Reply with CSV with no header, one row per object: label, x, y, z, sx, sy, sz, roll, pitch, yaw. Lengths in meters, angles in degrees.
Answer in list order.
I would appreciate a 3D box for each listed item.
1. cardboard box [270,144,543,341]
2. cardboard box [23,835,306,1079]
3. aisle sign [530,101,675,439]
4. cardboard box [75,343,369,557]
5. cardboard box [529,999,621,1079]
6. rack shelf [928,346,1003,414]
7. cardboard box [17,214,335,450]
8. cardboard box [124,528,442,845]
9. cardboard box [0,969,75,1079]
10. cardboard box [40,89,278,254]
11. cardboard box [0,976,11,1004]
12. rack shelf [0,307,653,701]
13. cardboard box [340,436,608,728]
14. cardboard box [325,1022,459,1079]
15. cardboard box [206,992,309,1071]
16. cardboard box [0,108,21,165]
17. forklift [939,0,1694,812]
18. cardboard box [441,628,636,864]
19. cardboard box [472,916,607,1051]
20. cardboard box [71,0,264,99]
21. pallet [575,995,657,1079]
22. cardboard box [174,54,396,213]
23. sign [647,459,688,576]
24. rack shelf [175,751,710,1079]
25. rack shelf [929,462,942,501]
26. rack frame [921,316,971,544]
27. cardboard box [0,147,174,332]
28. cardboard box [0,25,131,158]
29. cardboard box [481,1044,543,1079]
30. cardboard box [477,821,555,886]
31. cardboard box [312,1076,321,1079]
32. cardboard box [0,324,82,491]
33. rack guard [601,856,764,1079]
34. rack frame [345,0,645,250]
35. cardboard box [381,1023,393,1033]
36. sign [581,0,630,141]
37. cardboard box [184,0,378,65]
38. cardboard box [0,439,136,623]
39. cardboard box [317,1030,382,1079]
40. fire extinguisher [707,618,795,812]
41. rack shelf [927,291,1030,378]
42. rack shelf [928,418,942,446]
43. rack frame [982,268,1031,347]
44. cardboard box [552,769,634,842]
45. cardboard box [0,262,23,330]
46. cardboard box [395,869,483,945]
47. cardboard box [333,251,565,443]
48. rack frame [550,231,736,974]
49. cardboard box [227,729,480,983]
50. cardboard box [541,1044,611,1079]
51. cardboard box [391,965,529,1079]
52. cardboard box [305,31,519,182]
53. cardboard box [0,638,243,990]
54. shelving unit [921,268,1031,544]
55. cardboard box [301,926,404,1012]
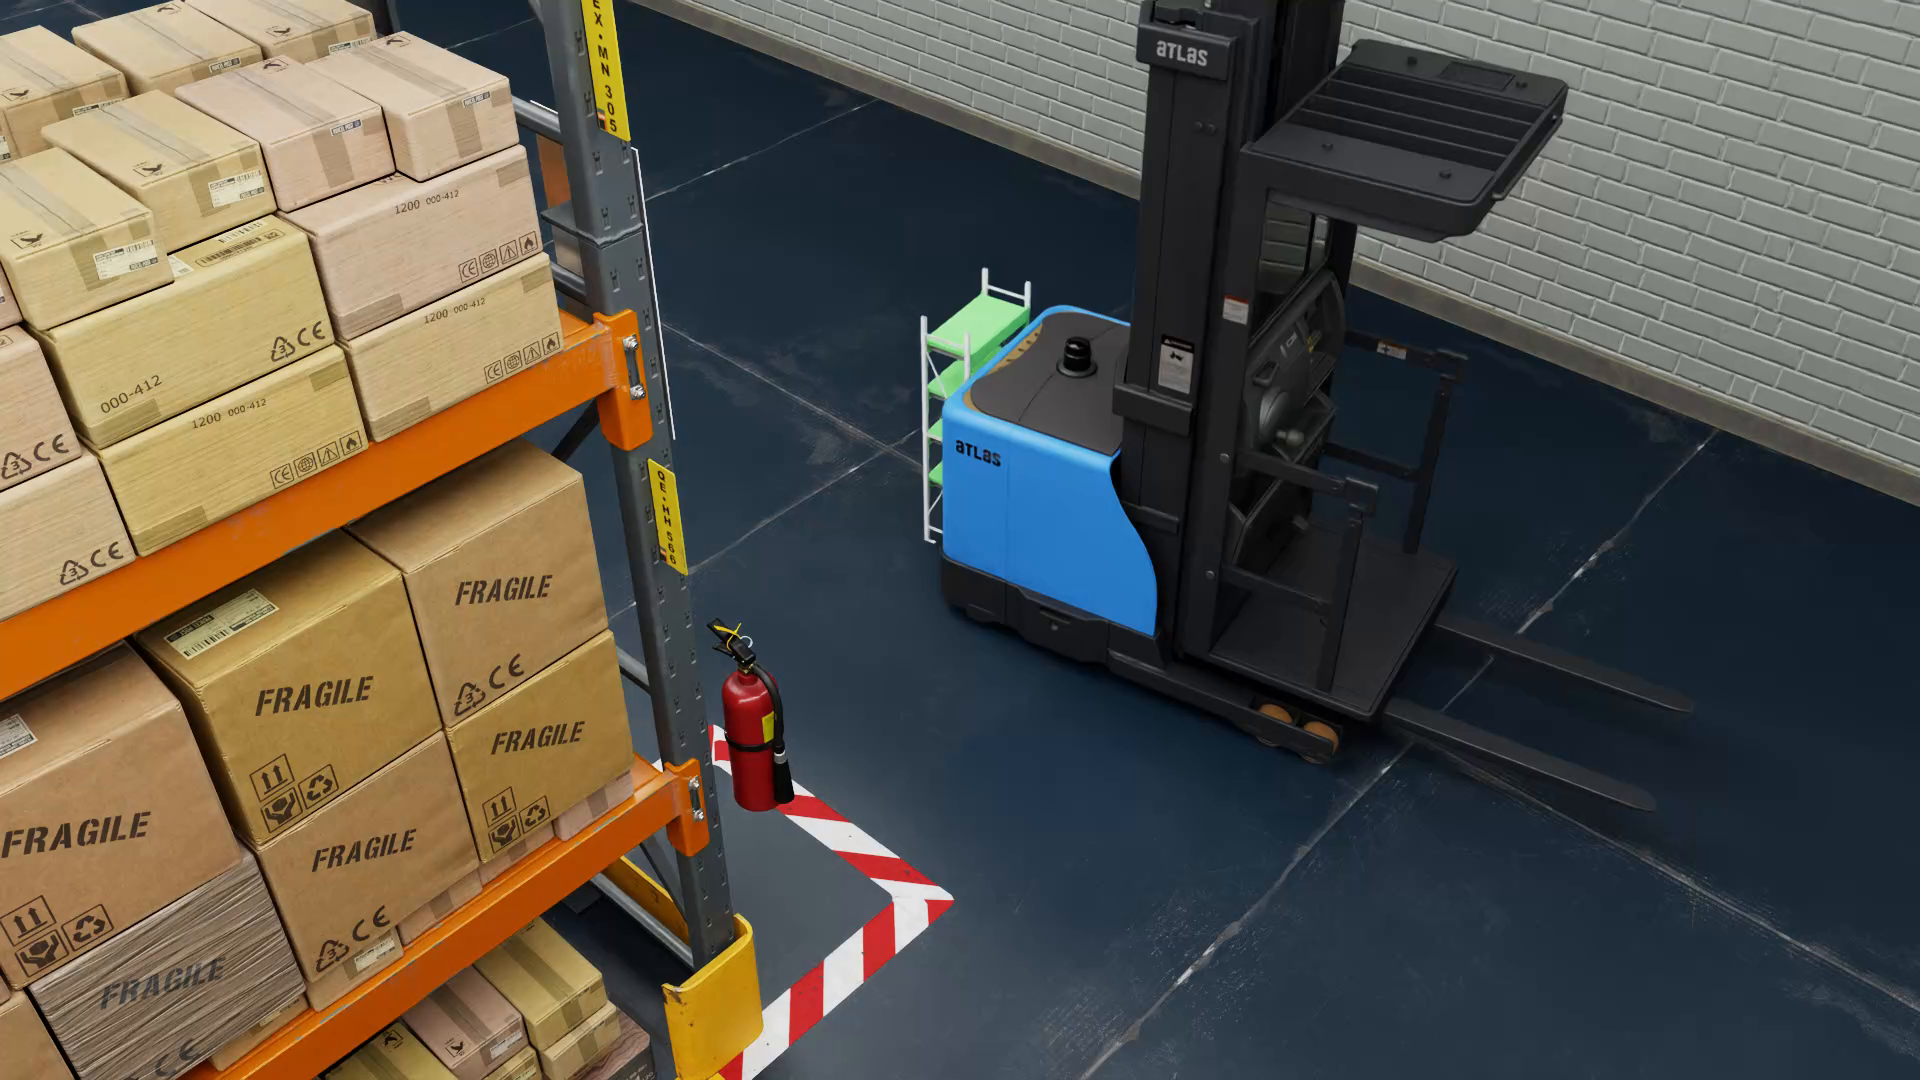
cardboard box,-1.261,-0.713,3.545,0.500,0.250,0.500,28,46,31
cardboard box,-1.937,0.910,3.876,0.500,0.500,0.500,30,47,32
aisle sign,-0.867,-0.645,4.063,0.394,0.787,0.004,30,47,32
cardboard box,-1.588,-0.278,3.400,0.500,0.250,0.500,30,47,32
cardboard box,-1.283,1.477,5.196,0.380,0.149,0.250,28,46,31
rack shelf,0.071,-0.698,7.380,0.258,0.148,0.480,22,43,25
cardboard box,-1.605,-0.477,3.249,0.500,0.250,0.500,28,46,31
cardboard box,-1.605,0.280,3.865,0.500,0.500,0.500,28,46,31
cardboard box,-2.281,1.135,3.593,0.500,0.500,0.500,-32,48,-33
cardboard box,-1.556,-0.721,3.235,0.380,0.149,0.250,28,46,31
cardboard box,-2.303,0.767,3.252,0.500,0.500,0.500,28,46,31
rack shelf,-2.487,0.306,3.123,1.077,0.370,4.000,30,47,32
cardboard box,-1.263,0.048,4.157,0.500,0.500,0.500,29,47,31
cardboard box,-1.601,1.612,4.788,0.380,0.149,0.250,29,47,31
cardboard box,-1.857,1.102,4.155,0.380,0.149,0.250,27,46,30
cardboard box,-2.111,-0.819,3.358,0.380,0.149,0.250,30,48,32
forklift,1.438,-0.636,6.195,3.031,2.935,1.130,21,43,24
cardboard box,-1.251,0.439,4.469,0.500,0.500,0.500,31,48,33
cardboard box,-1.308,1.348,5.120,0.380,0.149,0.250,30,47,32
cardboard box,-1.710,-1.024,3.617,0.380,0.149,0.250,32,48,33
pallet,-1.763,1.765,5.361,1.003,0.211,1.213,30,47,32
cardboard box,-1.368,-0.830,3.372,0.380,0.149,0.250,30,48,32
sign,-0.742,-0.055,4.225,0.100,0.325,0.005,30,47,32
rack shelf,-2.487,1.480,4.056,1.077,0.370,4.000,30,47,32
rack shelf,0.071,-0.322,7.679,0.258,0.148,0.480,22,43,25
rack frame,-0.061,-0.432,7.329,0.240,1.200,0.015,22,43,25
cardboard box,-1.655,-0.554,3.025,0.380,0.149,0.250,30,48,32
cardboard box,-1.947,-0.930,3.498,0.380,0.149,0.250,30,47,32
cardboard box,-1.499,1.575,5.074,0.380,0.149,0.250,28,47,31
cardboard box,-1.345,0.745,4.605,0.380,0.149,0.250,30,47,32
cardboard box,-1.822,1.704,4.672,0.380,0.149,0.250,28,46,30
cardboard box,-1.952,-0.243,2.954,0.500,0.250,0.500,30,48,32
rack guard,-1.189,1.293,5.722,1.175,0.500,0.348,30,47,32
rack frame,-1.138,-2.068,3.121,1.000,3.000,0.127,30,47,32
cardboard box,-1.844,1.492,5.416,0.380,0.149,0.250,29,47,32
sign,-0.742,-0.998,3.474,0.100,0.325,0.005,30,47,32
cardboard box,-1.525,-1.134,3.754,0.380,0.149,0.250,29,47,32
cardboard box,-1.933,-0.056,3.120,0.500,0.250,0.500,32,48,34
cardboard box,-2.007,1.500,5.168,0.380,0.149,0.250,30,47,32
fire extinguisher,-0.627,0.534,5.030,0.296,0.674,0.183,30,47,32
rack shelf,0.071,-0.885,7.231,0.258,0.148,0.480,22,43,25
rack shelf,0.071,-0.510,7.530,0.258,0.148,0.480,22,43,25
rack frame,0.203,-0.687,7.650,0.240,1.200,0.015,22,43,25
cardboard box,-1.149,0.647,4.729,0.380,0.149,0.250,30,47,32
cardboard box,-1.870,-0.463,2.910,0.380,0.149,0.250,29,47,31
cardboard box,-1.503,0.867,4.452,0.380,0.149,0.250,29,47,31
cardboard box,-1.249,-0.515,3.699,0.500,0.250,0.500,29,47,31
rack frame,-1.138,0.280,4.988,1.000,3.000,0.127,30,47,32
cardboard box,-1.602,0.673,4.174,0.500,0.500,0.500,29,47,31
cardboard box,-1.339,1.561,5.330,0.380,0.149,0.250,30,48,33
cardboard box,-1.520,1.439,5.005,0.380,0.149,0.250,31,48,33
cardboard box,-1.145,-0.911,3.474,0.380,0.149,0.250,29,47,32
cardboard box,-1.949,0.523,3.559,0.500,0.500,0.500,-32,48,-33
shelving unit,0.071,-0.560,7.490,0.258,1.200,0.503,22,43,25
cardboard box,-1.658,0.994,4.292,0.380,0.149,0.250,31,48,33
